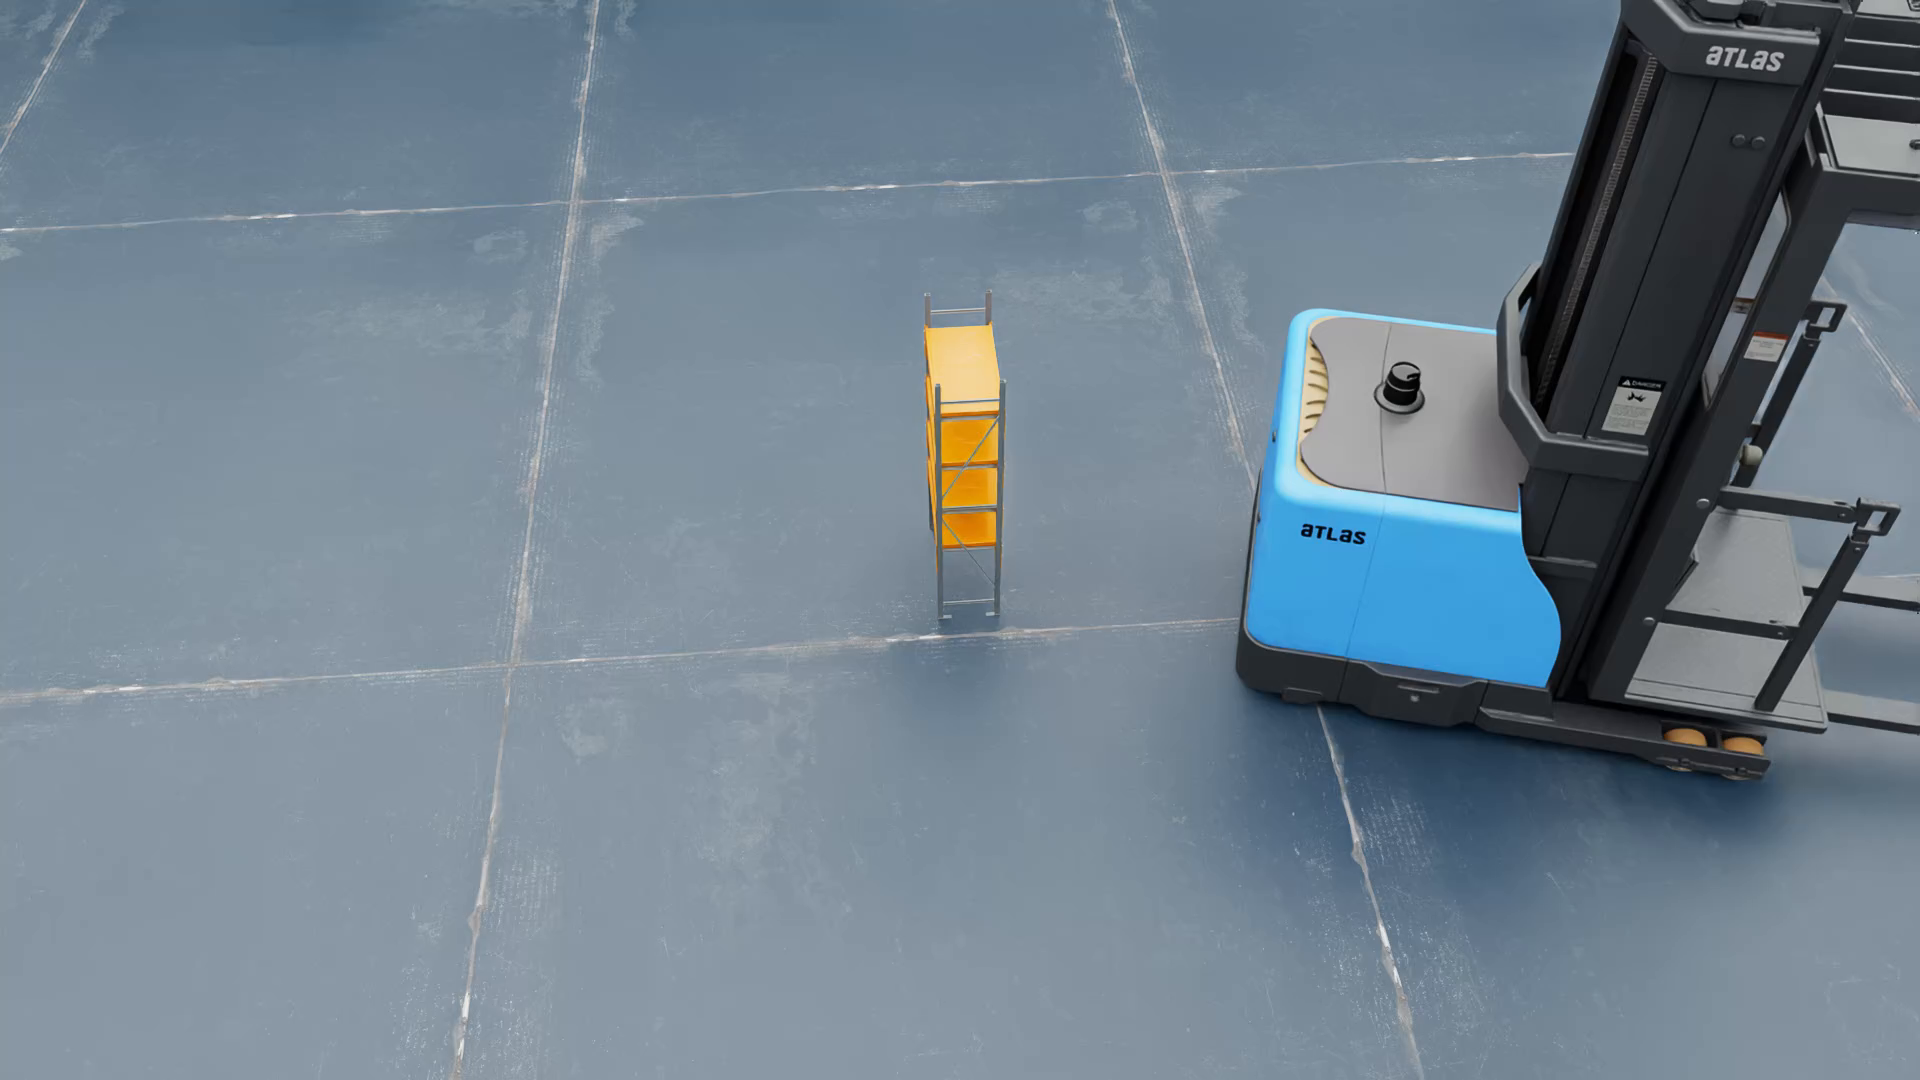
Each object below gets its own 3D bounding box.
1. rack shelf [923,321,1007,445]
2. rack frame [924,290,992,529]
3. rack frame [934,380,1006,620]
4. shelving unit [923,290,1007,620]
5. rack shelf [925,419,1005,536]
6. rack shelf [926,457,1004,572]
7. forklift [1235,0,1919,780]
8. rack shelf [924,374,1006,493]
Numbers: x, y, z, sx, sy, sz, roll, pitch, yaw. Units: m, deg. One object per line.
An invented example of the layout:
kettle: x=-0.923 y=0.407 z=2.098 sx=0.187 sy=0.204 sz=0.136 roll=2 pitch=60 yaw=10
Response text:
rack shelf: x=0.014 y=-0.563 z=5.916 sx=0.258 sy=0.148 sz=0.480 roll=-3 pitch=47 yaw=-3
rack frame: x=-0.007 y=-0.469 z=6.368 sx=0.240 sy=1.200 sz=0.015 roll=-3 pitch=47 yaw=-3
rack frame: x=0.034 y=-0.116 z=6.034 sx=0.240 sy=1.200 sz=0.015 roll=-3 pitch=47 yaw=-3
shelving unit: x=0.014 y=-0.293 z=6.201 sx=0.258 sy=1.200 sz=0.503 roll=-3 pitch=47 yaw=-3
rack shelf: x=0.014 y=-0.247 z=6.250 sx=0.258 sy=0.148 sz=0.480 roll=-3 pitch=47 yaw=-3
rack shelf: x=0.014 y=-0.110 z=6.394 sx=0.258 sy=0.148 sz=0.480 roll=-3 pitch=47 yaw=-3
forklift: x=2.596 y=-0.574 z=5.275 sx=3.031 sy=2.935 sz=1.130 roll=8 pitch=47 yaw=8
rack shelf: x=0.014 y=-0.400 z=6.087 sx=0.258 sy=0.148 sz=0.480 roll=-3 pitch=47 yaw=-3
